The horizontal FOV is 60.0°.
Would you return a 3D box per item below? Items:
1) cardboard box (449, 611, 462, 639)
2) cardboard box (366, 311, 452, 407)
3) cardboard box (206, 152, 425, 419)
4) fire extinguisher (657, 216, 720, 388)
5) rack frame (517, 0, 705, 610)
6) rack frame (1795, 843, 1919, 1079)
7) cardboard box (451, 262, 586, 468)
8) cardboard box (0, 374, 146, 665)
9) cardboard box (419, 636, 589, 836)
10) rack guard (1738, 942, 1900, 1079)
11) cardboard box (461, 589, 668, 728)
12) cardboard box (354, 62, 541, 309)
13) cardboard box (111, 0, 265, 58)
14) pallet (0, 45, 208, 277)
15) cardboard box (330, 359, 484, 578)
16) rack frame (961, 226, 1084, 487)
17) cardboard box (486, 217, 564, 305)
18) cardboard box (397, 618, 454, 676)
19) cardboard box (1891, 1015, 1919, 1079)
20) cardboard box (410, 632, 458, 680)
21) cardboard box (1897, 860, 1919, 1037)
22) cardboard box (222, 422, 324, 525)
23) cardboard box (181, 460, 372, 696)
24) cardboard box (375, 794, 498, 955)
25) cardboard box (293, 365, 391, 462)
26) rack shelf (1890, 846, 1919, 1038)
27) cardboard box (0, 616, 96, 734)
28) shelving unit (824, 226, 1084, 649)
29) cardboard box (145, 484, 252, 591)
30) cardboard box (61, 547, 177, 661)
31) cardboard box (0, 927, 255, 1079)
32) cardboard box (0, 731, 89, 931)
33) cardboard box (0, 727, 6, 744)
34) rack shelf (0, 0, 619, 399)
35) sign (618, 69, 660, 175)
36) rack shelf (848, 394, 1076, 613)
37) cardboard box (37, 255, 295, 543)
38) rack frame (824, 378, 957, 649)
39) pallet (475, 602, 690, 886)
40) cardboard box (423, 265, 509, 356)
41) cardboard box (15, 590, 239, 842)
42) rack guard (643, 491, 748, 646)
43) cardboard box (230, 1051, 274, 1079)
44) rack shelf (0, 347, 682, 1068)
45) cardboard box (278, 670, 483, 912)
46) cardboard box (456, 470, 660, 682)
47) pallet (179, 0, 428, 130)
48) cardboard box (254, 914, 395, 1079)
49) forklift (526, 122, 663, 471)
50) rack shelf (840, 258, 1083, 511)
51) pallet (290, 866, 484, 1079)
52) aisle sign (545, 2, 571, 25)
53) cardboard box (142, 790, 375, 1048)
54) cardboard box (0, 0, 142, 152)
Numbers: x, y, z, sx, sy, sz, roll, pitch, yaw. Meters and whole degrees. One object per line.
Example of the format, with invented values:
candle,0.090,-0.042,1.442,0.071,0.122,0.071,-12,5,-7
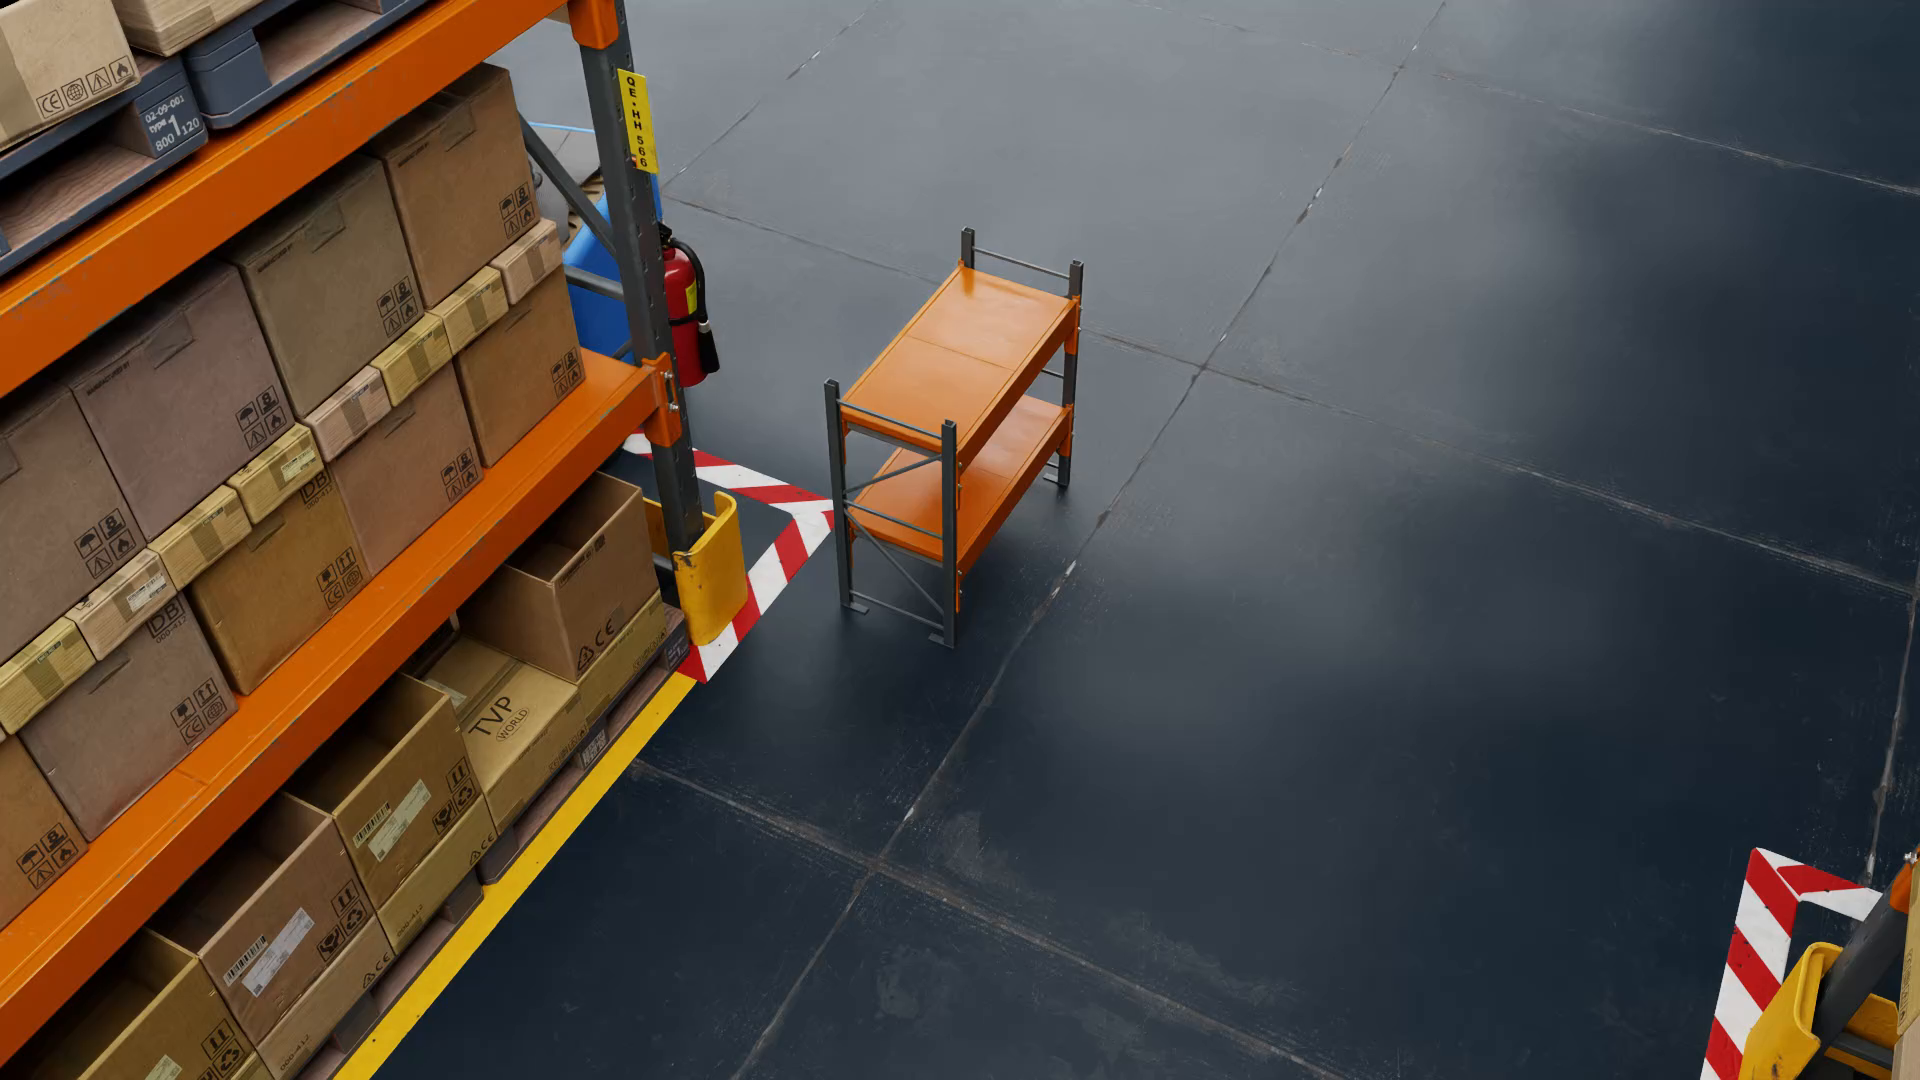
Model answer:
cardboard box,-1.863,0.164,6.117,0.500,0.250,0.500,20,49,19
cardboard box,-1.664,-0.552,4.660,0.380,0.149,0.250,20,49,18
cardboard box,-1.908,-0.754,4.404,0.700,0.500,0.500,19,48,18
fire extinguisher,-0.950,-0.813,5.499,0.296,0.674,0.183,20,49,19
rack frame,-1.417,-0.919,5.549,1.000,3.000,0.127,20,49,19
rack frame,2.973,0.714,3.935,1.000,3.000,0.127,20,49,19
cardboard box,-1.645,-0.664,5.227,0.700,0.500,0.500,20,49,19
cardboard box,-2.374,-0.120,3.778,0.700,0.500,0.500,20,49,19
cardboard box,-1.625,0.654,5.632,0.500,0.250,0.500,20,49,19
rack guard,2.938,1.641,4.777,1.175,0.500,0.348,20,49,19
cardboard box,-1.404,0.335,5.948,0.500,0.250,0.500,20,49,19
cardboard box,-1.669,-1.087,4.733,0.700,0.500,0.500,21,49,19
cardboard box,-1.718,-1.305,3.534,0.500,0.250,0.500,20,49,19
pallet,-2.333,-0.734,3.320,1.003,0.211,1.213,20,49,19
cardboard box,-1.884,-0.332,4.899,0.700,0.500,0.500,22,49,20
rack frame,0.233,-0.711,6.662,0.500,1.125,0.032,20,49,19
cardboard box,-1.425,-0.879,4.983,0.380,0.149,0.250,20,49,18
cardboard box,-2.093,0.216,5.538,0.500,0.500,0.500,20,49,19
cardboard box,2.237,1.294,3.453,0.500,0.250,0.500,19,48,18
cardboard box,-2.091,0.481,5.804,0.500,0.250,0.500,20,49,19
cardboard box,2.465,0.963,3.781,0.500,0.250,0.500,19,48,18
cardboard box,-1.904,-0.229,4.341,0.380,0.149,0.250,22,49,20
cardboard box,-2.120,-0.021,4.591,0.700,0.500,0.500,21,49,19
cardboard box,-1.856,0.970,5.320,0.500,0.250,0.500,20,49,19
cardboard box,-1.783,-0.394,4.504,0.380,0.149,0.250,21,49,20
rack shelf,2.044,2.227,2.946,1.077,0.370,4.000,20,49,19
cardboard box,-2.261,0.255,3.862,0.380,0.149,0.250,20,49,19
shelving unit,-0.003,-0.391,6.346,0.538,1.125,1.048,20,49,19
cardboard box,-2.025,-0.062,4.176,0.380,0.149,0.250,22,49,20
cardboard box,-2.143,0.099,4.016,0.380,0.149,0.250,20,49,19
cardboard box,-2.317,1.337,4.430,0.500,0.500,0.500,20,49,19
cardboard box,-2.598,0.635,3.943,0.700,0.500,0.500,21,49,20
cardboard box,-2.382,0.419,3.700,0.380,0.149,0.250,19,48,18
rack shelf,-2.345,-0.461,3.493,1.077,0.370,4.000,20,49,19
sign,-0.942,-1.221,4.867,0.100,0.325,0.005,20,49,19
rack shelf,-0.003,-0.219,6.520,0.538,0.278,1.000,20,49,19
cardboard box,-2.142,-0.436,4.090,0.700,0.500,0.500,21,49,19
rack frame,-0.239,-0.071,6.029,0.500,1.125,0.032,20,49,19
pallet,-1.734,0.557,6.051,1.003,0.211,1.213,20,49,19
cardboard box,-1.545,-0.713,4.820,0.380,0.149,0.250,22,49,20
cardboard box,-2.361,0.312,4.262,0.700,0.500,0.500,22,49,20
rack guard,-1.405,-0.055,6.453,1.175,0.500,0.348,20,49,19
cardboard box,-2.316,1.601,4.696,0.500,0.250,0.500,20,49,19
rack shelf,-2.345,0.594,4.560,1.077,0.370,4.000,20,49,19
cardboard box,-1.853,0.707,5.053,0.500,0.500,0.500,20,49,19
cardboard box,-1.402,0.072,5.680,0.500,0.500,0.500,20,49,19
pallet,-1.768,-1.505,4.082,1.003,0.211,1.213,20,49,19
cardboard box,-2.089,1.284,5.010,0.500,0.250,0.500,20,49,19
forklift,-2.832,-1.844,6.512,3.031,2.935,1.130,9,46,9
rack shelf,-0.003,-0.597,6.138,0.538,0.278,1.000,20,49,19
pallet,-2.302,1.322,5.294,1.003,0.211,1.213,20,49,19
aisle sign,-1.126,-1.777,4.570,0.394,0.787,0.004,20,49,19
cardboard box,-2.086,1.022,4.742,0.500,0.500,0.500,20,49,19
cardboard box,-1.976,-0.976,3.166,0.500,0.311,0.500,26,51,23
